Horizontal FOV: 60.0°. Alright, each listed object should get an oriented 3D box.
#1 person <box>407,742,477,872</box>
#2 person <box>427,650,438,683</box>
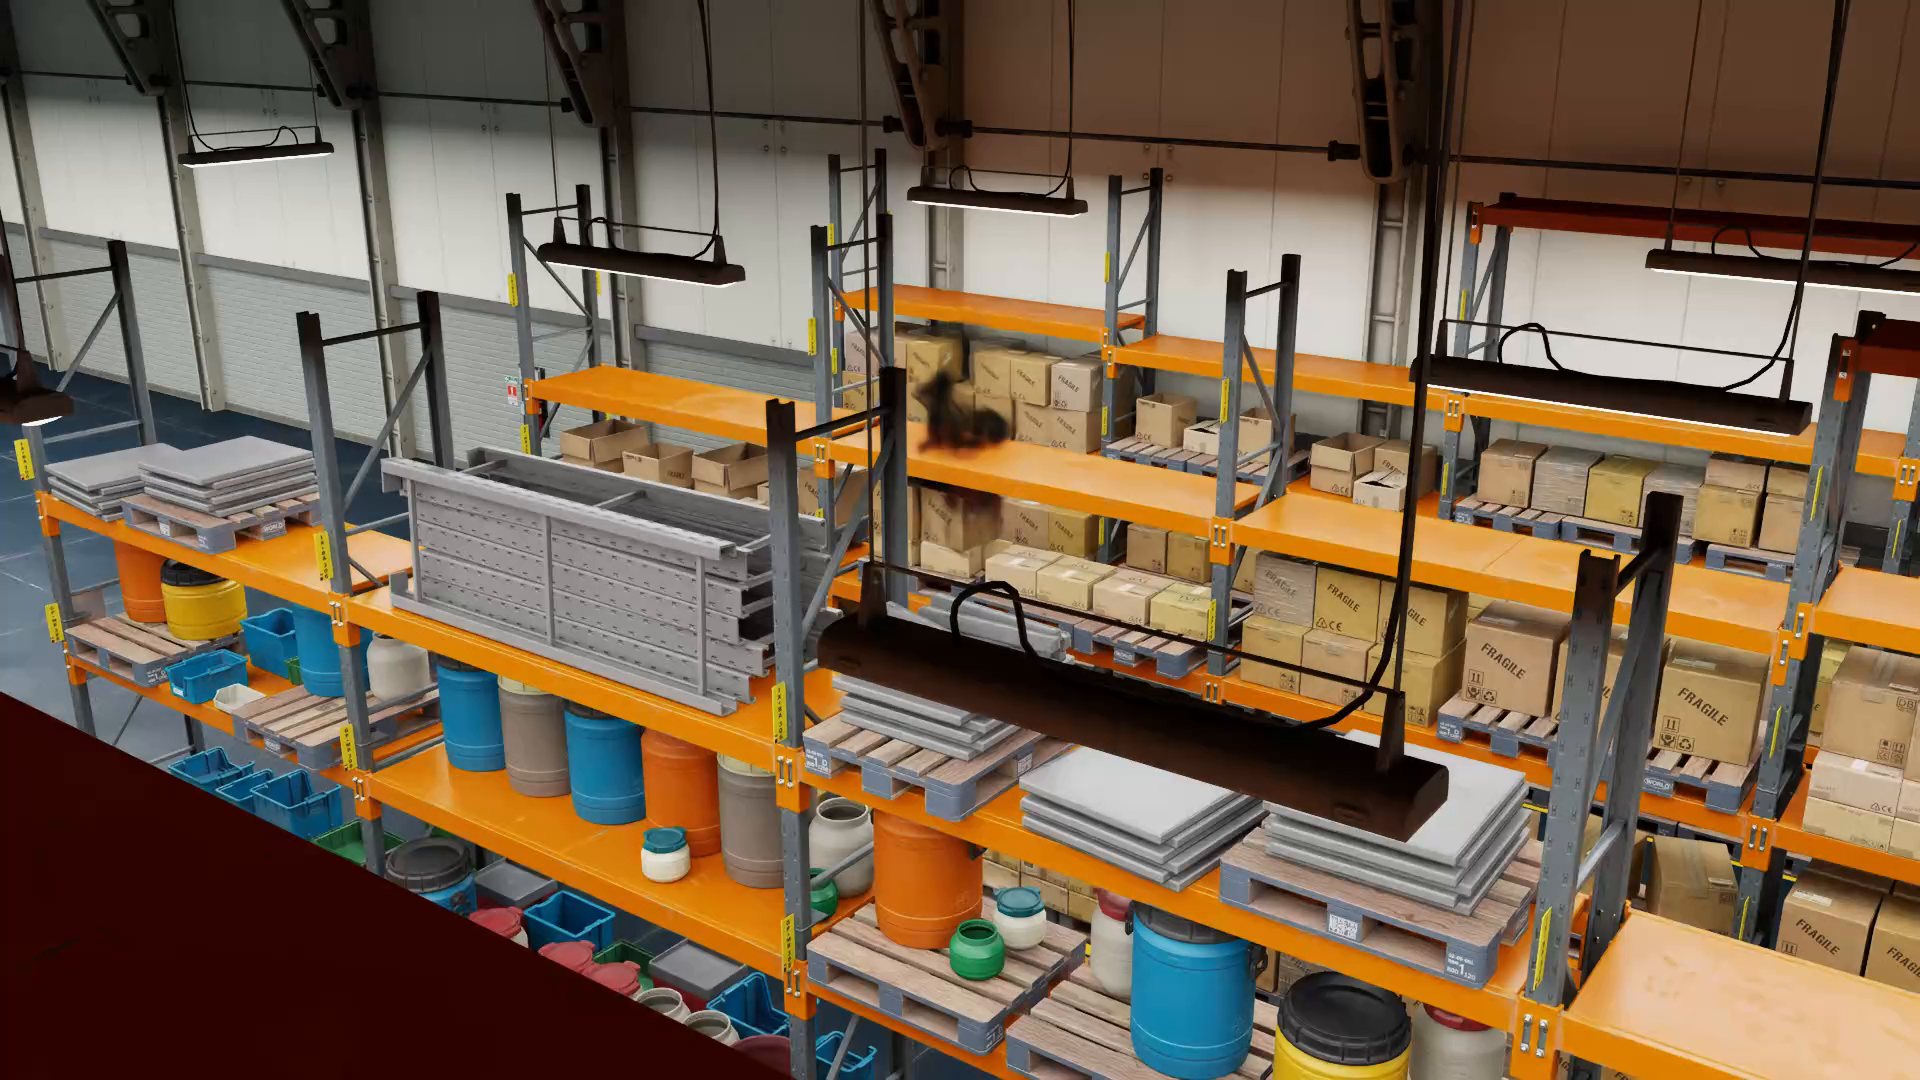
[{"bbox_3d":[-4.711,2.392,15.167,0.861,1.814,0.652,12,22,32],"label":"person"},{"bbox_3d":[-6.116,1.165,19.010,0.598,1.685,0.696,-9,21,-25],"label":"person"}]
